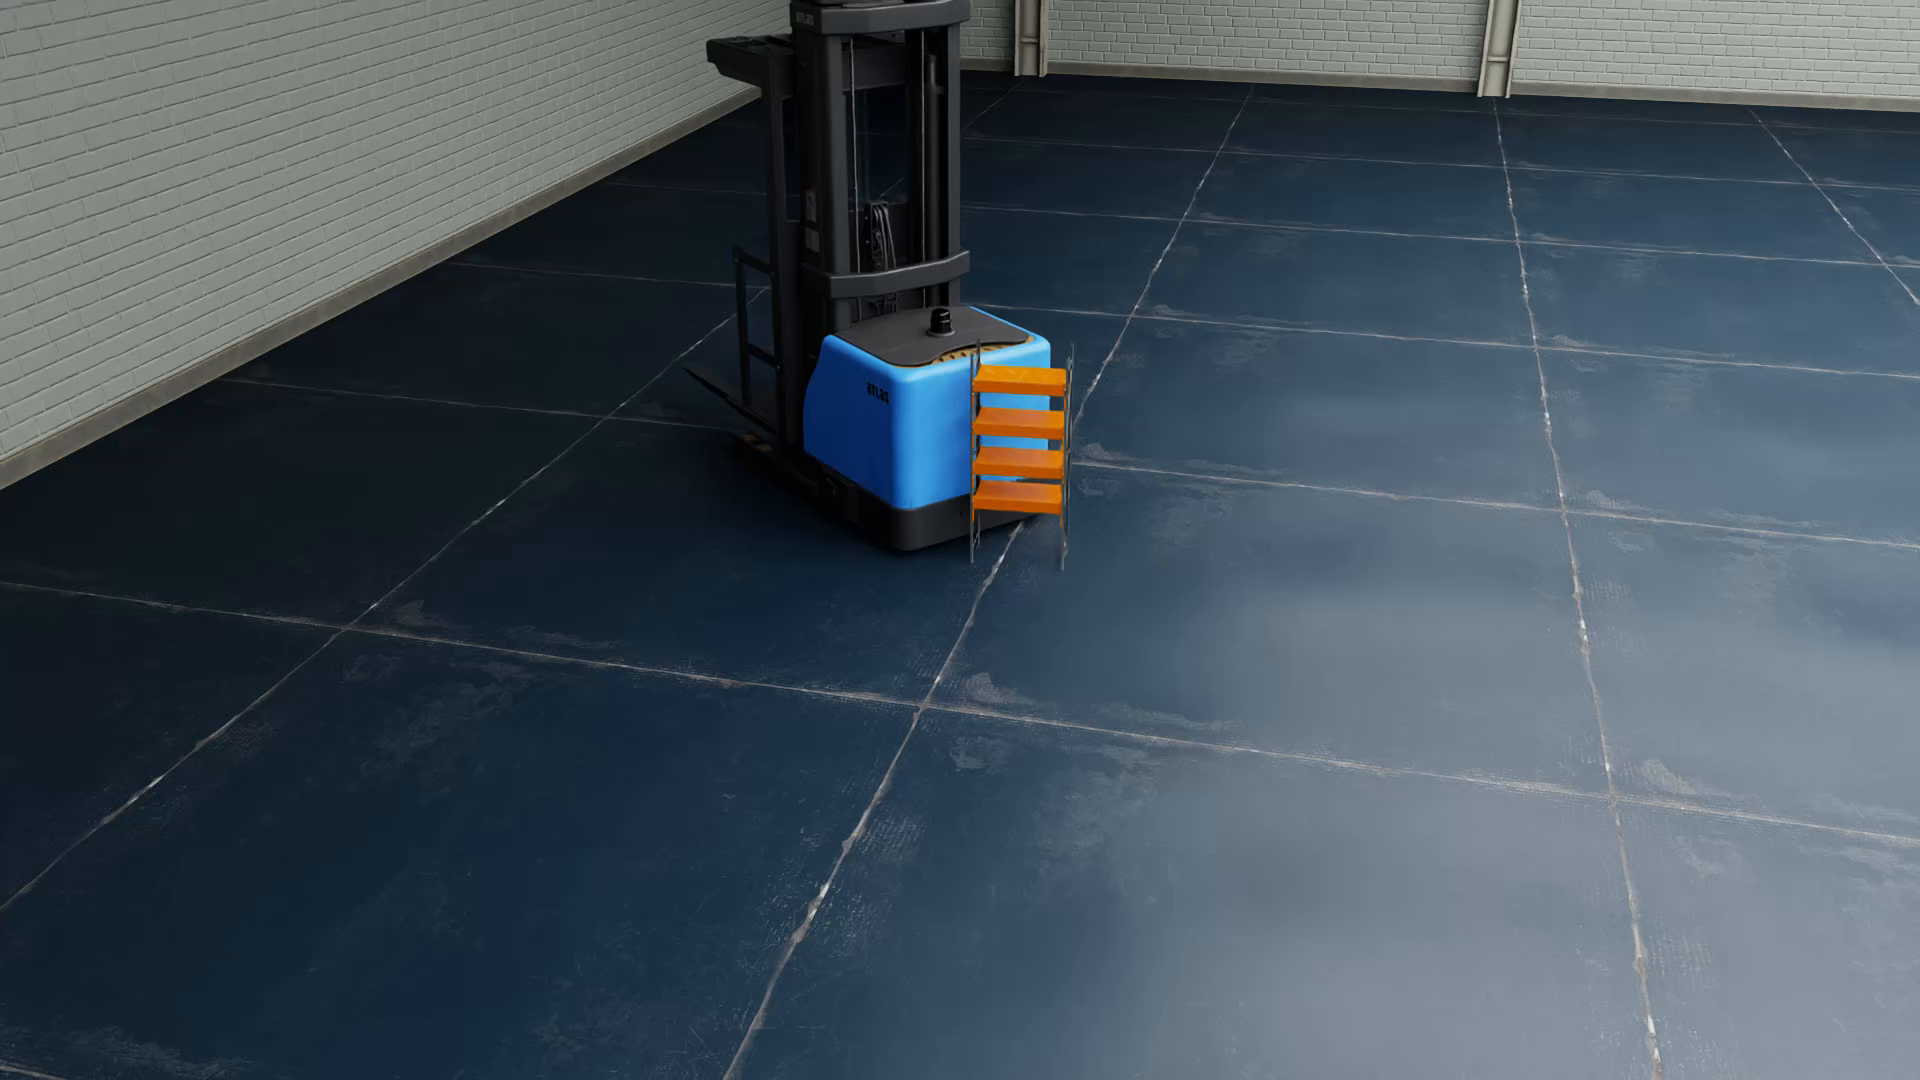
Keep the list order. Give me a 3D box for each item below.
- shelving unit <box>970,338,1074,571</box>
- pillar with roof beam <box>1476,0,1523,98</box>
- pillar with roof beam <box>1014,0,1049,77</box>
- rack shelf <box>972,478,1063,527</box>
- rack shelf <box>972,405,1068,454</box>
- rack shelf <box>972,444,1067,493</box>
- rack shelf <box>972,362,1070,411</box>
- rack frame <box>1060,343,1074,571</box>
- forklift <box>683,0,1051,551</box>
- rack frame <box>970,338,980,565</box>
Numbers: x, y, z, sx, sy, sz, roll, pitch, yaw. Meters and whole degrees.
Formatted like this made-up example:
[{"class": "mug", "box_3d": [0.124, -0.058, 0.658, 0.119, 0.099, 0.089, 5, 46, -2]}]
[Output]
[{"class": "shelving unit", "box_3d": [0.321, -0.442, 8.782, 0.503, 1.200, 0.258, 4, 26, 8]}, {"class": "pillar with roof beam", "box_3d": [5.697, -7.923, 15.423, 0.400, 9.000, 9.100, 6, 26, 13]}, {"class": "pillar with roof beam", "box_3d": [-0.114, -8.565, 16.772, 0.400, 9.000, 9.100, 6, 26, 13]}, {"class": "rack shelf", "box_3d": [0.321, -0.202, 8.896, 0.480, 0.148, 0.258, 4, 26, 8]}, {"class": "rack shelf", "box_3d": [0.321, -0.583, 8.715, 0.480, 0.148, 0.258, 4, 26, 8]}, {"class": "rack shelf", "box_3d": [0.321, -0.381, 8.811, 0.480, 0.148, 0.258, 4, 26, 8]}, {"class": "rack shelf", "box_3d": [0.321, -0.797, 8.613, 0.480, 0.148, 0.258, 4, 26, 8]}, {"class": "rack frame", "box_3d": [0.561, -0.425, 8.746, 0.015, 1.200, 0.240, 4, 26, 8]}, {"class": "forklift", "box_3d": [-0.737, -1.847, 9.719, 1.130, 2.935, 3.031, -16, 30, -31]}, {"class": "rack frame", "box_3d": [0.080, -0.459, 8.818, 0.015, 1.200, 0.240, 4, 26, 8]}]
